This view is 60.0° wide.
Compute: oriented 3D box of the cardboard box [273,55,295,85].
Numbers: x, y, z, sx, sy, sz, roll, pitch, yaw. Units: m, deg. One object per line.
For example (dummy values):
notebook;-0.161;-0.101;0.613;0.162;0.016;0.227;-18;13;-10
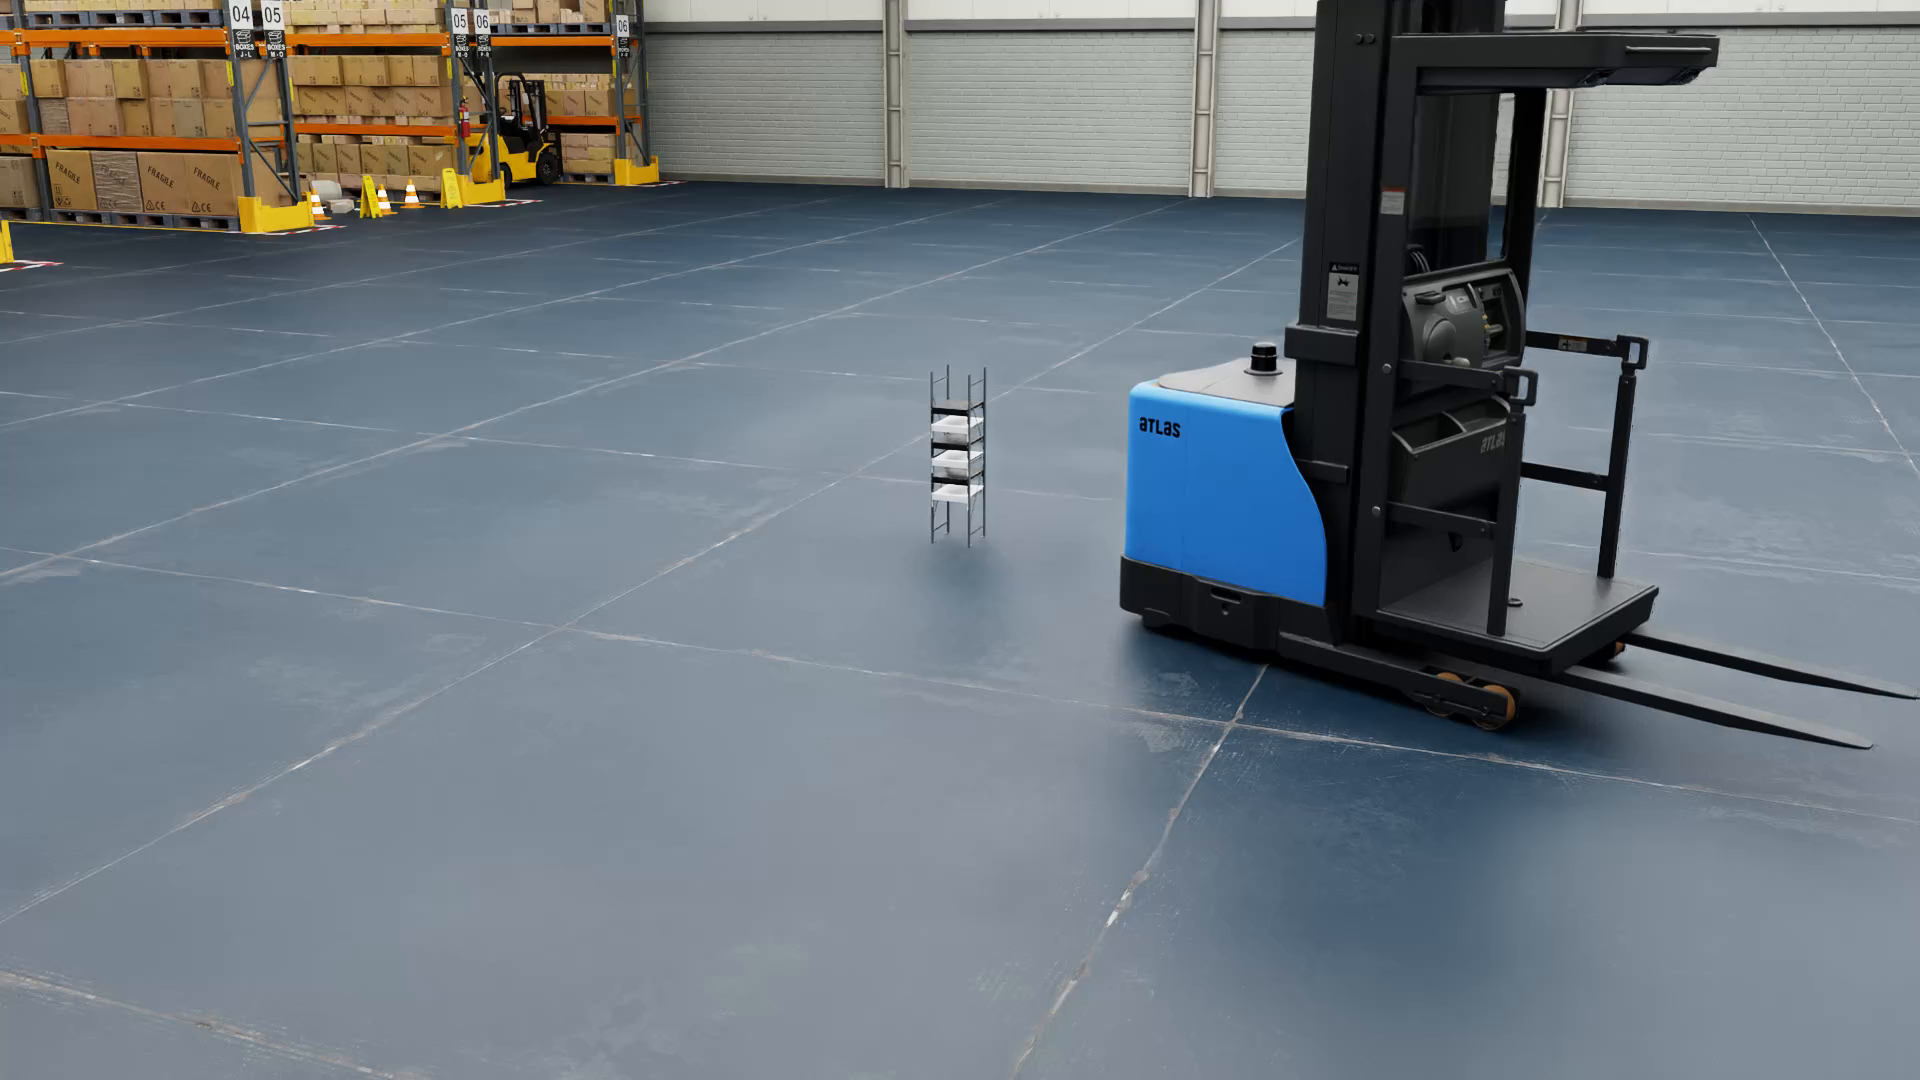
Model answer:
cardboard box;-11.689;-8.281;29.310;0.500;0.500;0.700;6;17;20

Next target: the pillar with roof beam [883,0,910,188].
pillar with roof beam;-2.795;-10.045;27.134;0.400;9.000;9.100;6;17;21

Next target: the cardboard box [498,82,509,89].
cardboard box;-9.061;-9.140;33.434;0.250;0.149;0.380;6;17;20

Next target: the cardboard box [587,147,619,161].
cardboard box;-7.047;-7.679;33.028;0.500;0.250;0.500;6;17;20

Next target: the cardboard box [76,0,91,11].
cardboard box;-12.579;-7.757;24.152;0.250;0.149;0.380;6;17;20

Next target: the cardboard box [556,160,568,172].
cardboard box;-7.954;-7.544;33.456;0.500;0.250;0.500;6;17;21

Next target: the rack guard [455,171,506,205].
rack guard;-8.368;-6.109;28.820;0.348;0.500;1.175;6;17;21

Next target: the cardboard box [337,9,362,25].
cardboard box;-10.295;-8.950;28.478;0.500;0.250;0.500;6;17;21

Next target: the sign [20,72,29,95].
sign;-13.931;-6.793;24.758;0.005;0.325;0.100;6;17;21

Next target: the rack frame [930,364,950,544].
rack frame;-0.102;-0.443;8.587;0.006;0.900;0.240;6;17;21

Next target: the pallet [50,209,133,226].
pallet;-13.062;-4.979;25.447;1.213;0.211;1.003;6;17;21

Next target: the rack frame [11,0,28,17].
rack frame;-13.741;-9.298;24.560;0.127;3.000;1.000;6;17;21

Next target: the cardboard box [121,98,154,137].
cardboard box;-11.884;-6.290;24.690;0.500;0.550;0.875;6;17;21

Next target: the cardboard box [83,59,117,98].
cardboard box;-12.404;-6.844;24.661;0.550;0.550;0.875;6;17;21

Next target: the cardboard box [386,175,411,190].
cardboard box;-9.627;-6.251;29.003;0.500;0.250;0.500;6;17;21

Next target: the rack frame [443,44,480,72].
rack frame;-10.200;-8.999;34.290;0.127;3.000;1.000;6;17;21

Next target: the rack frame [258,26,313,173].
rack frame;-12.018;-7.711;29.854;0.127;3.000;1.000;6;17;21

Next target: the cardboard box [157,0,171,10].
cardboard box;-11.161;-7.601;23.614;0.250;0.149;0.380;6;17;21

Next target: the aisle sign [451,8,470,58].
aisle sign;-8.346;-8.469;27.801;0.004;0.787;0.394;6;17;21

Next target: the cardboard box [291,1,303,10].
cardboard box;-11.350;-9.248;28.790;0.250;0.149;0.380;6;17;19

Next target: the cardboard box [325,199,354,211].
cardboard box;-10.257;-5.543;27.499;0.380;0.149;0.250;-12;20;-37

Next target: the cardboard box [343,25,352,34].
cardboard box;-10.382;-8.777;28.597;0.250;0.149;0.380;6;17;21

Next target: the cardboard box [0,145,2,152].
cardboard box;-18.854;-7.668;32.764;0.875;0.875;0.875;7;18;22

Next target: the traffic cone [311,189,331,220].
traffic cone;-9.992;-5.212;25.796;0.334;0.463;0.336;6;17;21

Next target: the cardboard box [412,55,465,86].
cardboard box;-8.853;-7.968;28.235;0.500;0.500;0.700;6;17;19

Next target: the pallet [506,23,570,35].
pallet;-8.267;-10.191;33.175;1.213;0.211;1.003;6;17;21

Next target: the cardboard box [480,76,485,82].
cardboard box;-9.496;-9.364;33.673;0.250;0.149;0.380;6;17;20

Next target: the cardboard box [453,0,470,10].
cardboard box;-8.553;-9.094;28.258;0.250;0.149;0.380;6;17;20

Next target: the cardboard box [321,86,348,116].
cardboard box;-10.773;-7.684;29.050;0.500;0.500;0.500;6;17;20

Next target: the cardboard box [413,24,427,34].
cardboard box;-8.975;-8.602;27.996;0.250;0.149;0.380;6;17;21

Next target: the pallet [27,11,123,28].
pallet;-12.983;-7.728;24.693;1.213;0.211;1.003;6;17;21

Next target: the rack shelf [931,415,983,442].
rack shelf;-0.008;-0.574;8.510;0.200;0.077;0.258;6;17;21

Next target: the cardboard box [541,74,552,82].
cardboard box;-8.114;-9.178;33.033;0.250;0.149;0.380;7;17;22

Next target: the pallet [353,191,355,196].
pallet;-11.381;-6.312;30.038;1.213;0.211;1.003;6;17;21

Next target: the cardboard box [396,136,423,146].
cardboard box;-9.504;-6.889;28.693;0.250;0.149;0.380;7;18;22

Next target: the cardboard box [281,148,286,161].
cardboard box;-14.394;-8.396;35.946;0.500;0.500;0.500;7;18;22

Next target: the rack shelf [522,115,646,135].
rack shelf;-8.340;-8.448;33.685;4.000;0.370;1.077;6;17;21

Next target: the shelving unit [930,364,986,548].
shelving unit;-0.008;-0.433;8.551;0.210;0.900;0.258;6;17;21

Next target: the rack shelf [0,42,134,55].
rack shelf;-17.600;-9.420;31.650;4.000;0.370;1.077;6;17;21

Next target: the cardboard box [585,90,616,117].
cardboard box;-7.034;-8.620;32.805;0.500;0.500;0.500;6;17;19

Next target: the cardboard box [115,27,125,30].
cardboard box;-15.271;-9.394;30.511;0.258;0.266;0.396;6;17;21

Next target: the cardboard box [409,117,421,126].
cardboard box;-9.231;-7.193;28.520;0.250;0.149;0.380;6;17;20

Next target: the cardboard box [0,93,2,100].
cardboard box;-14.684;-7.046;25.592;0.500;0.500;0.700;6;17;20

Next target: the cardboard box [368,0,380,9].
cardboard box;-9.866;-9.120;28.348;0.250;0.149;0.380;6;17;19

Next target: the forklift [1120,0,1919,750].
forklift;2.130;-0.860;6.379;3.031;2.935;1.130;15;22;41

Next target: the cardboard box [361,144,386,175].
cardboard box;-10.092;-6.663;29.079;0.500;0.500;0.500;6;17;19

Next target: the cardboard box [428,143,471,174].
cardboard box;-8.969;-6.699;29.204;0.500;0.500;0.500;6;17;19

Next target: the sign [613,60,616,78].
sign;-6.691;-9.120;32.206;0.005;0.325;0.100;6;17;21

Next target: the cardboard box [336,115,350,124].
cardboard box;-10.656;-7.341;29.032;0.250;0.149;0.380;6;17;21

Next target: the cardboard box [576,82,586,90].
cardboard box;-7.372;-8.973;32.857;0.250;0.149;0.380;7;17;22

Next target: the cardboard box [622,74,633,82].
cardboard box;-6.714;-9.181;33.044;0.250;0.149;0.380;6;17;20

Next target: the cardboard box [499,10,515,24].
cardboard box;-8.931;-10.394;33.024;0.258;0.266;0.396;6;17;19

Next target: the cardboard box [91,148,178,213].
cardboard box;-12.341;-5.424;25.036;0.875;0.875;0.875;6;17;21
